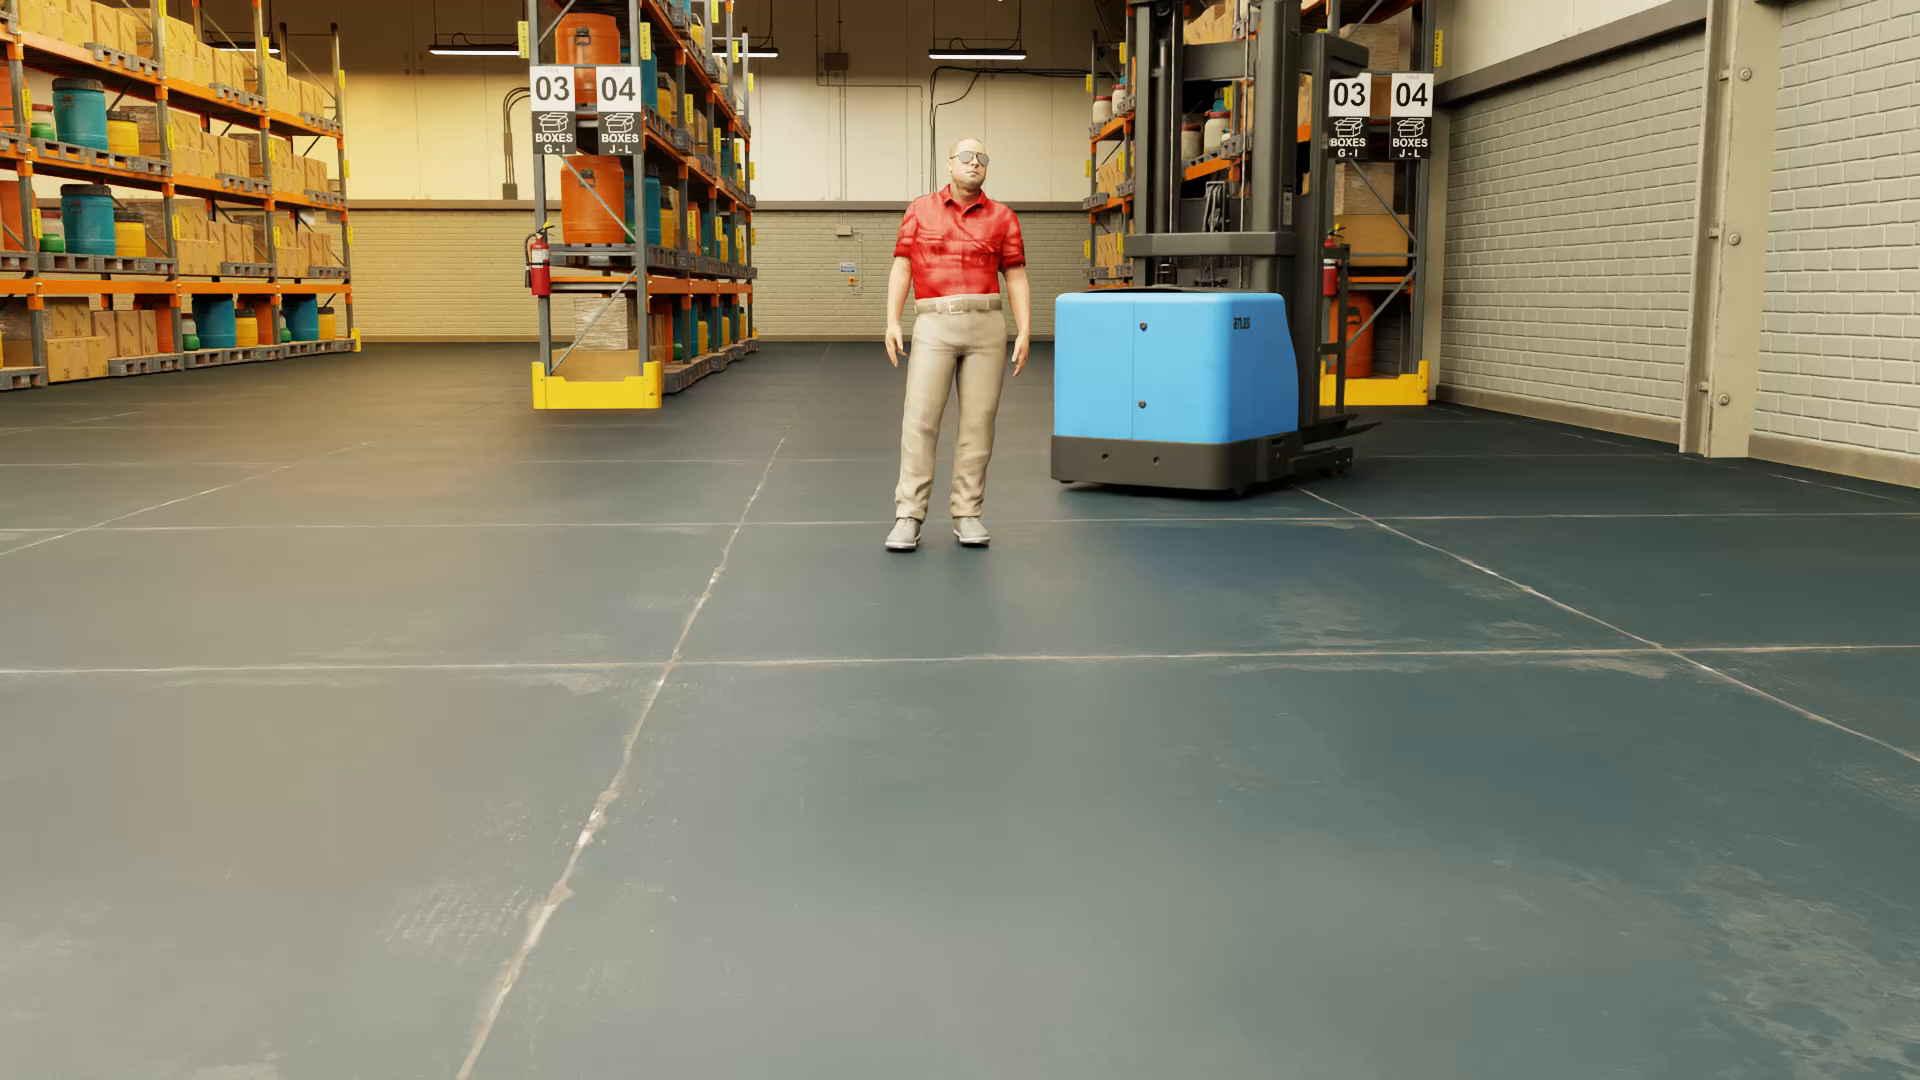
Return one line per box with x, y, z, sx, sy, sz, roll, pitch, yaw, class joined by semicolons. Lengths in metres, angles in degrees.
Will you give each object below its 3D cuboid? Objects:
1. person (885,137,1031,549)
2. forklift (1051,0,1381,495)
-0.007;-0.848;7.093;0.640;1.725;0.551;-1;8;-4;person
1.713;-1.856;9.832;1.130;2.935;3.031;5;10;32;forklift
